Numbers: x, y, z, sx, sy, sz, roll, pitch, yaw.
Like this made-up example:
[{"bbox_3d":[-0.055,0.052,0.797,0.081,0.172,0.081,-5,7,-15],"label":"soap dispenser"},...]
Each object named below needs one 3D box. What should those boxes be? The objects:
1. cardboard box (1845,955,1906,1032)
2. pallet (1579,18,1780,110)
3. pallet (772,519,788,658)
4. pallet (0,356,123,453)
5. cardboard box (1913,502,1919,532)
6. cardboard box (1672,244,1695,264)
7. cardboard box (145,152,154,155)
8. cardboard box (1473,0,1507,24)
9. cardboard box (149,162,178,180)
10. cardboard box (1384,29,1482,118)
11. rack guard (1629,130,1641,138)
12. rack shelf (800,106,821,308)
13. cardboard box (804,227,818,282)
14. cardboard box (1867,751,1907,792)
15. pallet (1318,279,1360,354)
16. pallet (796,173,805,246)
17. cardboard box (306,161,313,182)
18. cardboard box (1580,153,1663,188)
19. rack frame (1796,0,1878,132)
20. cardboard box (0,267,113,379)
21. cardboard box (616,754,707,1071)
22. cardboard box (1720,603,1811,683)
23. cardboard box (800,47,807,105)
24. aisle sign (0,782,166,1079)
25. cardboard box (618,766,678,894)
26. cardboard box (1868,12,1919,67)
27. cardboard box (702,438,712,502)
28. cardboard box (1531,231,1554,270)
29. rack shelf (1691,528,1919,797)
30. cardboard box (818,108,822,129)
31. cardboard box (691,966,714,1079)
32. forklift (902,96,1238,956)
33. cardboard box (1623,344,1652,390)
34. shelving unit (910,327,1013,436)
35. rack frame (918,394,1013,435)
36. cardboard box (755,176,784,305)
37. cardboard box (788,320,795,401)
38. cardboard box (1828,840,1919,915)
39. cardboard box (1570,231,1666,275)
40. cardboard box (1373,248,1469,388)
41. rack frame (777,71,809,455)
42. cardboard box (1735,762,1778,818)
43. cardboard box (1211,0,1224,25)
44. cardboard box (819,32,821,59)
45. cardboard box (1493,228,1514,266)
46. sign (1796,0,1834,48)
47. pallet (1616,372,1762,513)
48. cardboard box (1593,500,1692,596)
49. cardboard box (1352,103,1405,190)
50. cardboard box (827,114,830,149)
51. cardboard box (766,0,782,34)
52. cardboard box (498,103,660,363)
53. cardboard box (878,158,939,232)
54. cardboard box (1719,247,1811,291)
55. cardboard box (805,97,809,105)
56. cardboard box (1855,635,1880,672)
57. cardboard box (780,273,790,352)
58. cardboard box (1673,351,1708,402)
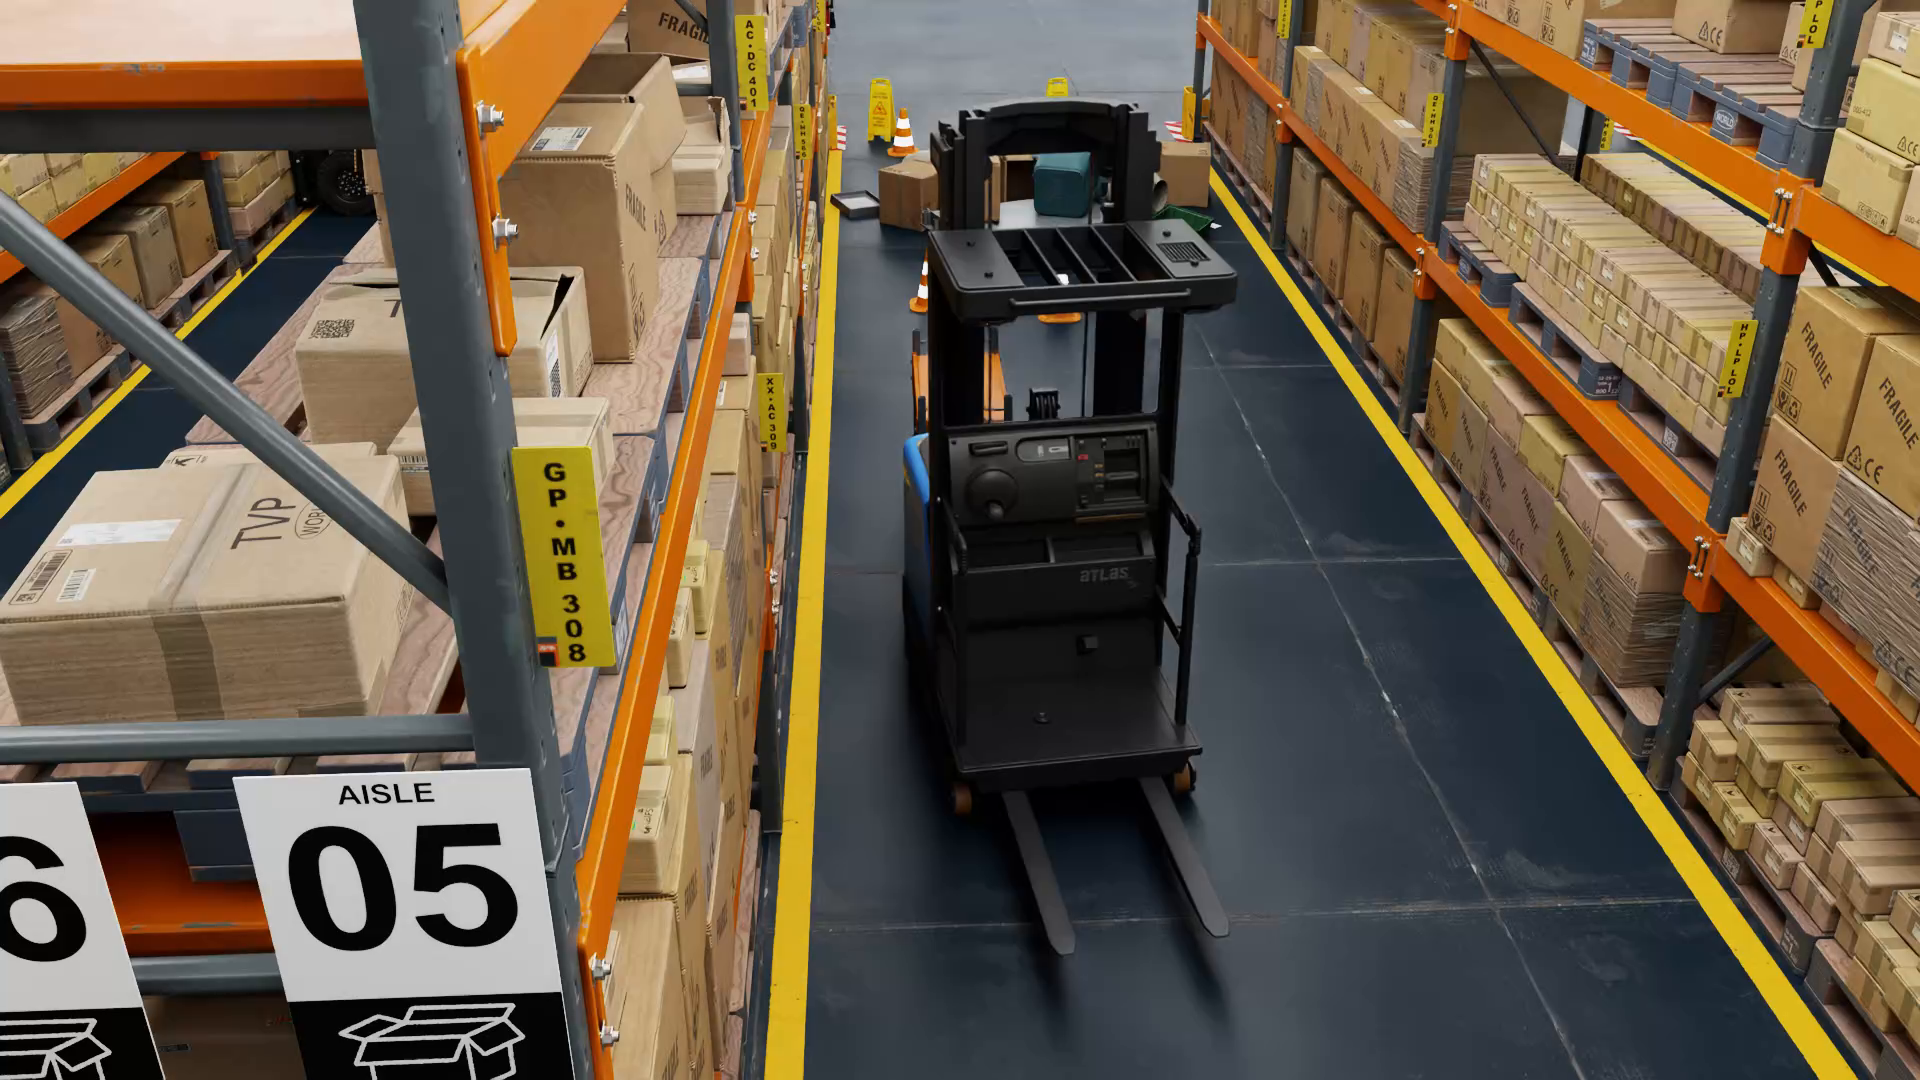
[{"bbox_3d":[3.463,1.629,6.012,0.380,0.149,0.250,-2,28,-4],"label":"cardboard box"},{"bbox_3d":[3.674,-2.237,7.754,1.213,0.211,1.003,-1,28,-3],"label":"pallet"},{"bbox_3d":[-1.463,0.260,9.023,1.003,0.211,1.213,-1,28,-3],"label":"pallet"},{"bbox_3d":[-6.451,-0.927,11.300,1.003,0.211,1.213,-1,28,-3],"label":"pallet"},{"bbox_3d":[3.475,-0.156,5.295,0.500,0.500,0.500,-1,28,-2],"label":"cardboard box"},{"bbox_3d":[3.998,-1.464,8.810,0.380,0.149,0.250,-1,28,-1],"label":"cardboard box"},{"bbox_3d":[-6.336,-3.105,12.622,0.500,0.250,0.500,-2,28,-3],"label":"cardboard box"},{"bbox_3d":[3.212,-3.175,9.241,0.500,0.500,0.500,-1,28,-3],"label":"cardboard box"},{"bbox_3d":[-6.874,-3.263,14.200,0.500,0.250,0.500,-1,28,-2],"label":"cardboard box"},{"bbox_3d":[3.378,-3.236,11.522,0.700,0.500,0.500,-2,28,-3],"label":"cardboard box"},{"bbox_3d":[7.993,-4.695,18.211,1.175,0.500,0.348,-1,28,-3],"label":"rack guard"},{"bbox_3d":[-1.594,-2.509,12.095,1.077,0.370,4.000,-1,28,-3],"label":"rack shelf"},{"bbox_3d":[-1.628,-2.199,13.109,0.950,0.372,0.625,0,28,1],"label":"cardboard box"},{"bbox_3d":[4.017,0.985,6.925,0.380,0.149,0.250,-3,28,-5],"label":"cardboard box"},{"bbox_3d":[3.421,-1.762,12.900,1.003,0.211,1.213,-1,28,-3],"label":"pallet"},{"bbox_3d":[-1.634,-2.146,10.828,1.213,0.211,1.003,-1,28,-3],"label":"pallet"},{"bbox_3d":[-6.441,-3.534,15.802,0.500,0.250,0.500,-1,28,-1],"label":"cardboard box"},{"bbox_3d":[3.931,-2.194,9.887,0.380,0.149,0.250,-2,28,-5],"label":"cardboard box"},{"bbox_3d":[3.657,-2.883,5.547,1.000,3.000,0.127,-1,28,-3],"label":"rack frame"},{"bbox_3d":[-6.508,-1.506,11.508,0.875,0.625,0.625,-1,28,-1],"label":"cardboard box"},{"bbox_3d":[-0.847,0.836,3.715,0.500,0.500,0.500,-2,28,-4],"label":"cardboard box"},{"bbox_3d":[3.883,0.351,8.082,0.500,0.500,0.500,0,28,-1],"label":"cardboard box"},{"bbox_3d":[-1.398,-3.439,12.216,0.500,0.500,0.500,0,28,-1],"label":"cardboard box"},{"bbox_3d":[-1.378,0.678,2.395,0.394,0.787,0.004,-1,28,-3],"label":"aisle sign"},{"bbox_3d":[-0.798,0.602,3.461,0.380,0.149,0.250,-1,28,-1],"label":"cardboard box"},{"bbox_3d":[3.430,-1.745,5.799,0.380,0.149,0.250,-2,28,-4],"label":"cardboard box"},{"bbox_3d":[-0.958,-0.227,5.050,0.380,0.149,0.250,-2,28,-3],"label":"cardboard box"},{"bbox_3d":[3.332,-1.569,9.011,0.380,0.149,0.250,-1,28,-3],"label":"cardboard box"},{"bbox_3d":[3.761,1.019,5.330,1.077,0.370,4.000,-1,28,-3],"label":"rack shelf"},{"bbox_3d":[-1.407,-3.677,14.563,0.380,0.149,0.250,-1,28,-2],"label":"cardboard box"},{"bbox_3d":[-0.865,1.284,3.936,0.500,0.500,0.500,-2,28,-3],"label":"cardboard box"},{"bbox_3d":[0.449,-0.253,7.065,1.130,2.935,3.031,-4,28,-9],"label":"forklift"},{"bbox_3d":[3.400,-0.828,7.911,0.380,0.149,0.250,-3,28,-5],"label":"cardboard box"},{"bbox_3d":[0.000,-0.496,9.484,0.538,1.125,1.048,-1,28,-3],"label":"shelving unit"},{"bbox_3d":[0.027,-0.261,9.034,0.500,1.125,0.032,-1,28,-3],"label":"rack frame"},{"bbox_3d":[-1.128,-1.459,8.115,0.500,0.500,0.500,-2,28,-3],"label":"cardboard box"},{"bbox_3d":[-1.097,-0.907,8.408,0.500,0.250,0.500,-2,28,-3],"label":"cardboard box"},{"bbox_3d":[3.454,1.239,6.117,0.380,0.149,0.250,-1,28,-2],"label":"cardboard box"},{"bbox_3d":[3.358,-1.469,8.497,0.380,0.149,0.250,-2,28,-3],"label":"cardboard box"},{"bbox_3d":[3.506,-1.543,11.443,1.050,0.750,0.750,-2,28,-3],"label":"cardboard box"},{"bbox_3d":[-1.490,-1.904,10.158,1.000,3.000,0.127,-1,28,-3],"label":"rack frame"},{"bbox_3d":[3.459,1.013,6.872,0.380,0.149,0.250,-1,28,-2],"label":"cardboard box"},{"bbox_3d":[3.095,-5.661,17.199,0.875,0.550,0.550,-1,28,-3],"label":"cardboard box"},{"bbox_3d":[-1.506,-4.601,14.898,0.500,0.500,0.500,-2,28,-3],"label":"cardboard box"},{"bbox_3d":[3.298,-1.685,9.555,0.380,0.149,0.250,0,28,0],"label":"cardboard box"},{"bbox_3d":[3.103,-1.942,6.001,0.100,0.325,0.005,-1,28,-3],"label":"sign"},{"bbox_3d":[3.762,-0.495,7.662,1.003,0.211,1.213,-1,28,-3],"label":"pallet"},{"bbox_3d":[3.365,0.029,7.890,0.500,0.250,0.500,-2,28,-4],"label":"cardboard box"},{"bbox_3d":[3.106,-2.778,11.724,0.500,0.500,0.500,-2,28,-4],"label":"cardboard box"},{"bbox_3d":[-1.596,-4.188,17.055,0.500,0.250,0.500,-2,28,-3],"label":"cardboard box"},{"bbox_3d":[-1.108,-2.658,7.796,0.500,0.500,0.500,-1,28,-2],"label":"cardboard box"},{"bbox_3d":[-1.028,-0.749,4.029,0.500,0.500,0.500,-1,28,-2],"label":"cardboard box"},{"bbox_3d":[-0.396,-3.172,15.288,0.500,0.500,0.500,19,33,32],"label":"cardboard box"},{"bbox_3d":[4.027,-1.352,8.273,0.380,0.149,0.250,0,28,-1],"label":"cardboard box"},{"bbox_3d":[-1.334,-3.237,12.531,0.380,0.149,0.250,-1,28,-2],"label":"cardboard box"},{"bbox_3d":[3.507,0.392,6.027,0.380,0.149,0.250,-3,28,-5],"label":"cardboard box"},{"bbox_3d":[-1.106,-1.130,8.294,0.500,0.250,0.500,-2,28,-4],"label":"cardboard box"},{"bbox_3d":[3.424,-0.731,7.403,0.380,0.149,0.250,-1,28,-2],"label":"cardboard box"}]
